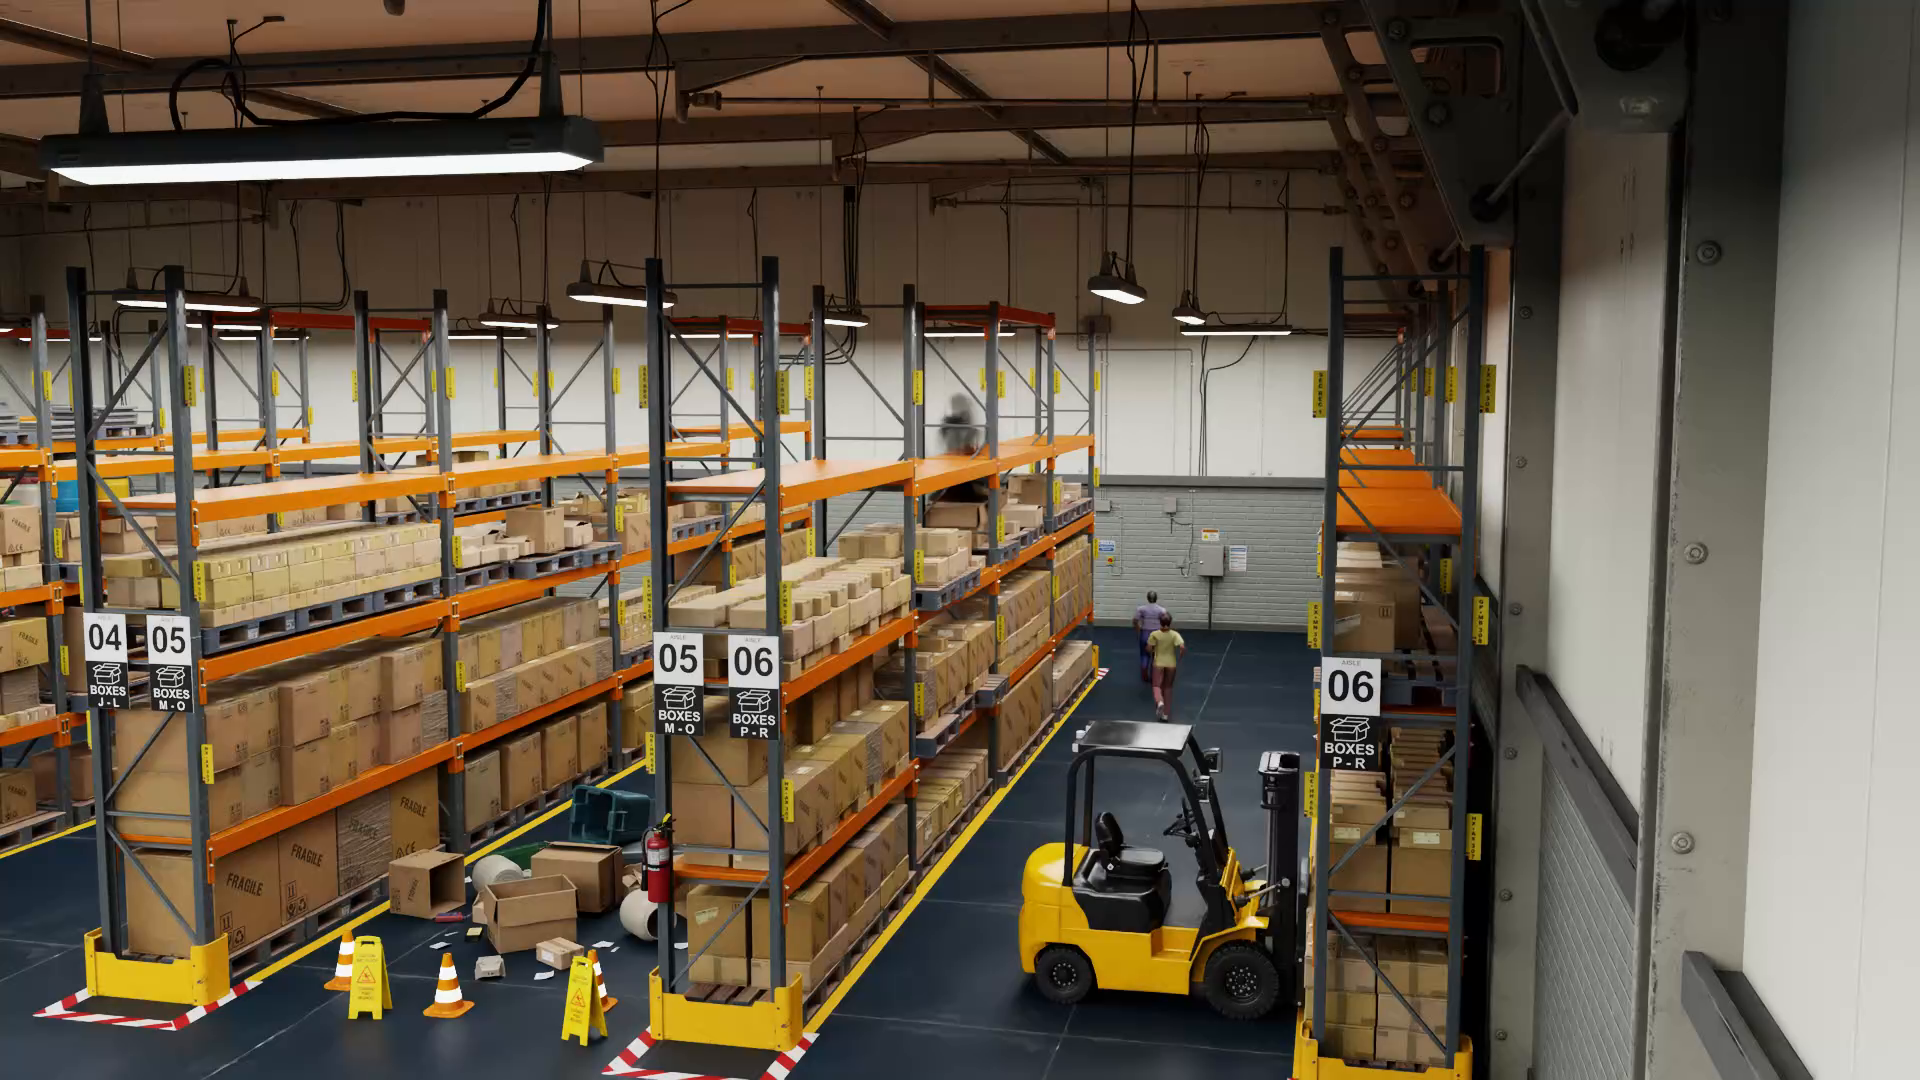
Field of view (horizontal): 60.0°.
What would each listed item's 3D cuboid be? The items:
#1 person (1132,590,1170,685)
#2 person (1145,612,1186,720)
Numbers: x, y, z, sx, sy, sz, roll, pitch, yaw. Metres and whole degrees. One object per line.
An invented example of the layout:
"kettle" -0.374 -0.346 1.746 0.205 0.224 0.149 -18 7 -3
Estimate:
"person" 3.127 1.627 27.201 0.621 1.602 0.632 1 6 13
"person" 3.026 1.874 24.512 0.588 1.634 0.793 0 6 4
